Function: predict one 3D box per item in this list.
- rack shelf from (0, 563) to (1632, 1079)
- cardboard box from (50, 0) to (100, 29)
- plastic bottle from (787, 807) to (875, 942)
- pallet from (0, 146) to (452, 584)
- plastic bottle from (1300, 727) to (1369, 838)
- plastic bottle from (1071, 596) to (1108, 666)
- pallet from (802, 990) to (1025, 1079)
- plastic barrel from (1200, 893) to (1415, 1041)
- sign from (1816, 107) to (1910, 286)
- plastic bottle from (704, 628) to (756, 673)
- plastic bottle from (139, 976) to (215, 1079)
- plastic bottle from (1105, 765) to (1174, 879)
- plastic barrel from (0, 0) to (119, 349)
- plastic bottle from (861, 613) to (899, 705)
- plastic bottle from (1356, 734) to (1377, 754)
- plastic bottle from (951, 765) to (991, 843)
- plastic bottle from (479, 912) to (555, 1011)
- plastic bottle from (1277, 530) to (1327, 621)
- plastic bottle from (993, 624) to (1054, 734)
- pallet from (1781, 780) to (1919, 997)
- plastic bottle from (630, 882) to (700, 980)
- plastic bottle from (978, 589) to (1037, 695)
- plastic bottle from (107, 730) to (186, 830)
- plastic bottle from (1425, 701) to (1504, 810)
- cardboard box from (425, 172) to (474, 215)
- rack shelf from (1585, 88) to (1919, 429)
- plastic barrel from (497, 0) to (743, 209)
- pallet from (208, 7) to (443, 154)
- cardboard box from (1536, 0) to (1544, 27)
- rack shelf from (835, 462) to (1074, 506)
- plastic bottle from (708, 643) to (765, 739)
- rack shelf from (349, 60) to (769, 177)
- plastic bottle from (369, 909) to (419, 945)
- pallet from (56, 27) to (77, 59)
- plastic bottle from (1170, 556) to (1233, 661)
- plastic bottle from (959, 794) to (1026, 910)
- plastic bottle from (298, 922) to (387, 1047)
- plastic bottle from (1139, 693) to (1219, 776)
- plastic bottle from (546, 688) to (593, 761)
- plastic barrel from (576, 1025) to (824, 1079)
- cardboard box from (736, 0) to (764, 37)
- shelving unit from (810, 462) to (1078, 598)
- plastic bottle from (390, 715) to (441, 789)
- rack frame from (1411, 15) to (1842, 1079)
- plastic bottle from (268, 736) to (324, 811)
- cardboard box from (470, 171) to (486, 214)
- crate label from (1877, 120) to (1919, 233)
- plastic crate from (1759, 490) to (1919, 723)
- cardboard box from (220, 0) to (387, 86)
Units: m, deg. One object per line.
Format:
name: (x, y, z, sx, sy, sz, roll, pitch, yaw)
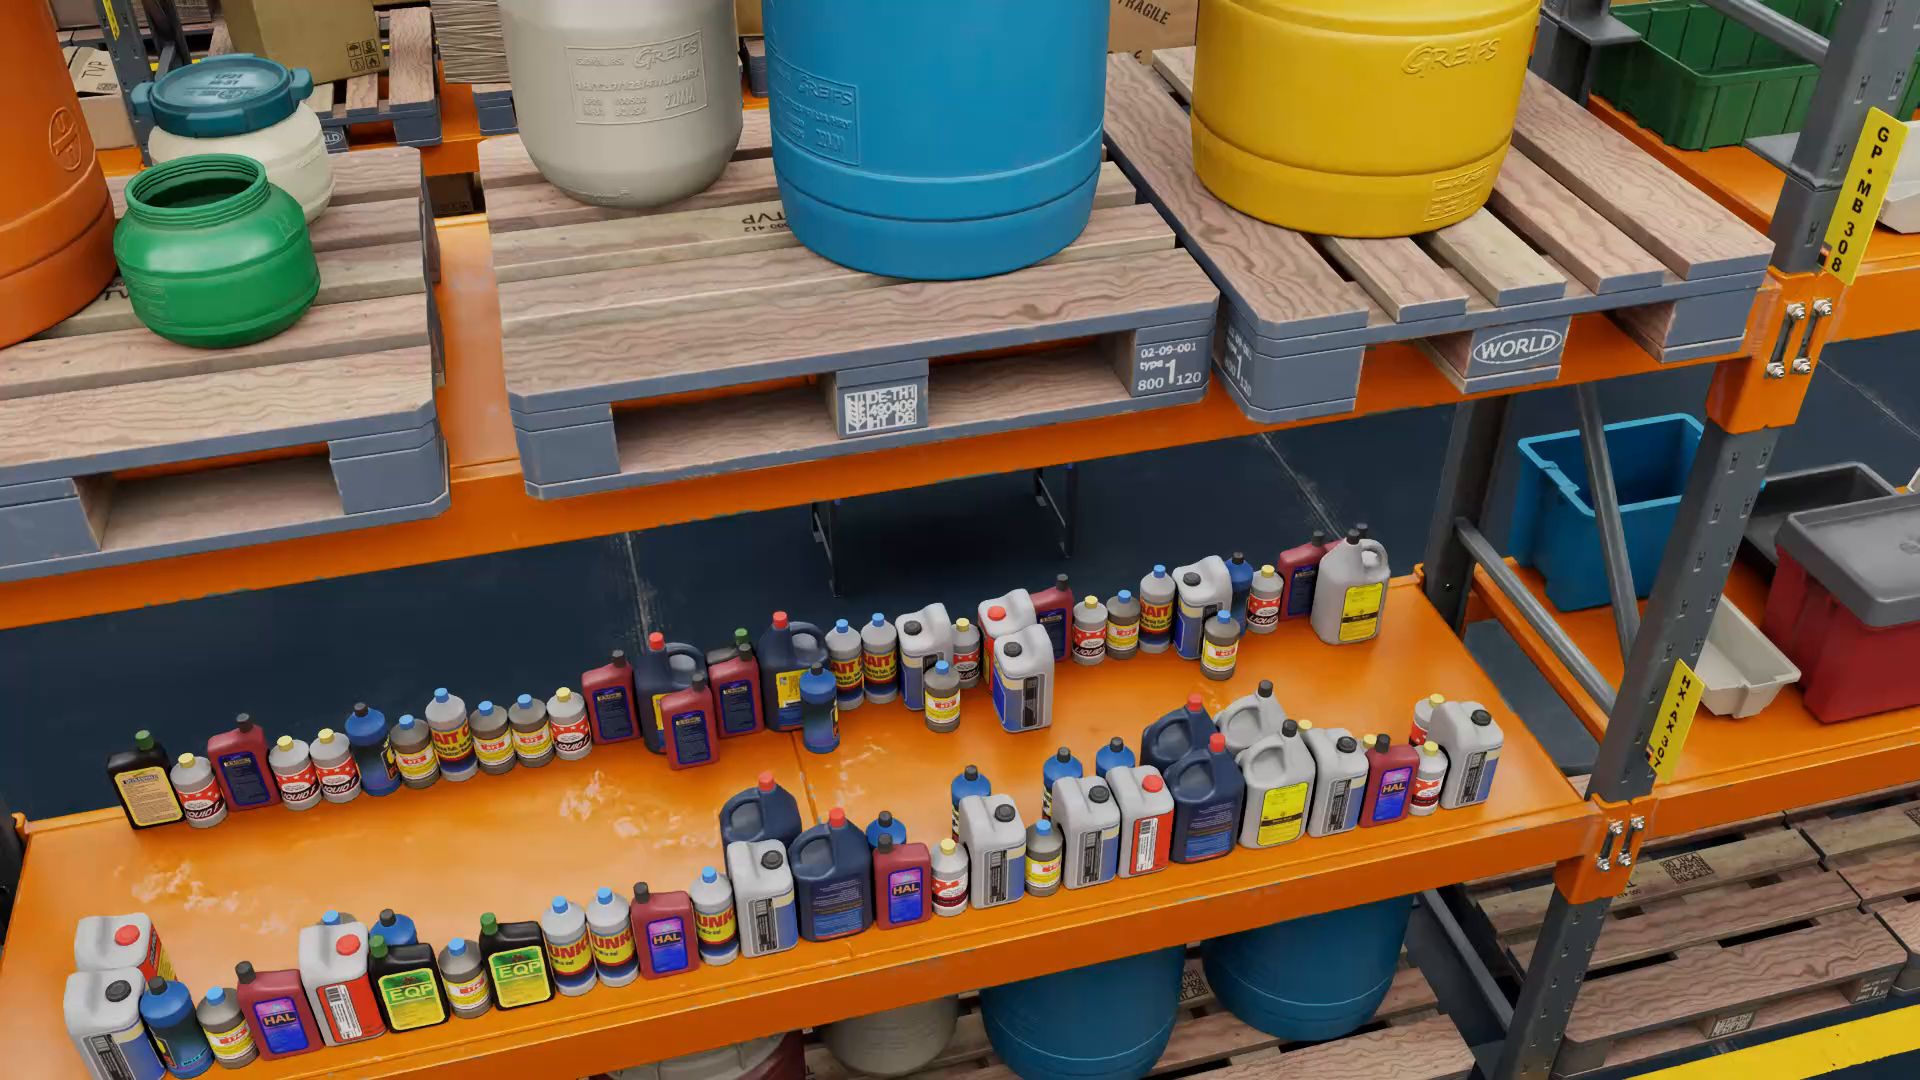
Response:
rack shelf: (-0.364, 0.827, 4.293, 4.000, 0.370, 1.077, -9, 38, -12)
cardboard box: (-6.087, -3.977, 11.676, 0.500, 0.500, 0.700, -9, 38, -12)
plastic bottle: (-0.299, 0.756, 3.834, 0.185, 0.351, 0.144, -9, 38, -12)
pallet: (-1.531, -0.323, 2.889, 1.213, 0.211, 1.003, -9, 38, -12)
plastic bottle: (0.918, 0.583, 4.121, 0.135, 0.276, 0.152, -9, 38, -12)
plastic bottle: (0.360, 0.244, 4.626, 0.097, 0.201, 0.097, 0, 37, 0)
pallet: (-0.369, 1.625, 4.952, 1.213, 0.211, 1.003, -9, 38, -12)
plastic barrel: (1.037, 0.967, 4.899, 0.708, 0.901, 0.600, -9, 38, -12)
sign: (1.708, -0.648, 3.152, 0.005, 0.325, 0.100, -9, 38, -12)
plastic bottle: (-0.605, 0.358, 4.409, 0.133, 0.283, 0.061, -9, 38, -12)
plastic bottle: (-1.674, 1.027, 3.544, 0.097, 0.271, 0.097, 0, 37, 0)
plastic bottle: (0.431, 0.663, 4.016, 0.135, 0.276, 0.152, -9, 38, -12)
plastic barrel: (-1.746, -0.759, 2.606, 0.708, 0.830, 0.600, -9, 38, -12)
plastic bottle: (-0.217, 0.311, 4.481, 0.097, 0.271, 0.097, 0, 37, 0)
plastic bottle: (1.021, 0.575, 4.193, 0.097, 0.201, 0.097, 0, 37, 0)
plastic bottle: (0.026, 0.653, 4.034, 0.097, 0.271, 0.097, 0, 37, 0)
plastic bottle: (-0.982, 0.921, 3.674, 0.133, 0.283, 0.061, -9, 38, -12)
plastic bottle: (0.973, 0.099, 4.747, 0.133, 0.283, 0.061, -9, 38, -12)
plastic bottle: (0.166, 0.359, 4.414, 0.135, 0.276, 0.152, -9, 38, -12)
pallet: (3.446, 0.997, 5.773, 1.213, 0.211, 1.003, -9, 38, -12)
plastic bottle: (-0.666, 0.869, 3.742, 0.133, 0.283, 0.061, -9, 38, -12)
plastic bottle: (0.126, 0.270, 4.531, 0.135, 0.276, 0.152, -9, 38, -12)
plastic bottle: (-2.016, 0.590, 4.106, 0.133, 0.283, 0.061, -9, 38, -12)
plastic bottle: (1.270, 0.525, 4.197, 0.135, 0.276, 0.152, -9, 38, -12)
cardboard box: (-2.688, -1.825, 8.246, 0.500, 0.250, 0.500, -8, 38, -10)
rack shelf: (3.497, -0.998, 4.210, 4.000, 0.370, 1.077, -9, 38, -12)
plastic barrel: (-0.623, -0.924, 3.062, 0.433, 0.535, 0.433, 0, 37, 0)
pallet: (-2.947, -2.121, 7.711, 1.003, 0.211, 1.213, -9, 38, -12)
cardboard box: (2.796, -2.965, 8.575, 0.500, 0.500, 0.500, -9, 38, -12)
rack shelf: (-0.082, -0.439, 6.886, 1.000, 0.185, 0.538, -9, 38, -12)
plastic bottle: (-0.589, 0.394, 4.362, 0.133, 0.283, 0.061, -9, 38, -12)
rack shelf: (-1.652, -2.080, 8.092, 4.000, 0.370, 1.077, -9, 38, -12)
plastic bottle: (-1.243, 0.919, 3.686, 0.097, 0.271, 0.097, 0, 37, 0)
pallet: (-6.808, -3.532, 11.693, 1.213, 0.211, 1.003, -9, 38, -12)
plastic bottle: (0.667, 0.181, 4.647, 0.135, 0.276, 0.152, -9, 38, -12)
plastic bottle: (0.077, 0.721, 3.941, 0.135, 0.276, 0.152, -9, 38, -12)
plastic bottle: (-1.346, 0.955, 3.635, 0.135, 0.276, 0.152, -9, 38, -12)
plastic bottle: (0.548, 0.526, 4.134, 0.185, 0.351, 0.144, -9, 38, -12)
plastic bottle: (-1.019, 0.470, 4.330, 0.097, 0.201, 0.097, 0, 37, 0)
plastic barrel: (-0.737, 1.382, 4.613, 0.708, 0.588, 0.600, -9, 38, -12)
cardboard box: (-0.884, -2.799, 8.012, 0.500, 0.500, 0.700, -4, 38, -5)
shelving unit: (-0.082, -0.582, 6.777, 1.048, 1.500, 0.538, -9, 38, -12)
plastic bottle: (-1.395, 0.532, 4.249, 0.097, 0.201, 0.097, 0, 37, 0)
rack frame: (1.567, 0.224, 4.488, 0.127, 3.000, 1.000, -9, 38, -12)
plastic bottle: (-1.677, 0.578, 4.189, 0.097, 0.201, 0.097, 0, 37, 0)
cardboard box: (-2.241, -1.598, 8.565, 0.500, 0.500, 0.500, -11, 39, -14)
crate label: (2.114, -0.771, 3.537, 0.466, 0.136, 0.293, -9, 38, -12)
plastic crate: (2.494, 0.180, 4.443, 0.583, 0.464, 0.402, -9, 38, -12)
cardboard box: (-3.004, -2.421, 7.518, 0.500, 0.500, 0.700, -23, 43, -27)
